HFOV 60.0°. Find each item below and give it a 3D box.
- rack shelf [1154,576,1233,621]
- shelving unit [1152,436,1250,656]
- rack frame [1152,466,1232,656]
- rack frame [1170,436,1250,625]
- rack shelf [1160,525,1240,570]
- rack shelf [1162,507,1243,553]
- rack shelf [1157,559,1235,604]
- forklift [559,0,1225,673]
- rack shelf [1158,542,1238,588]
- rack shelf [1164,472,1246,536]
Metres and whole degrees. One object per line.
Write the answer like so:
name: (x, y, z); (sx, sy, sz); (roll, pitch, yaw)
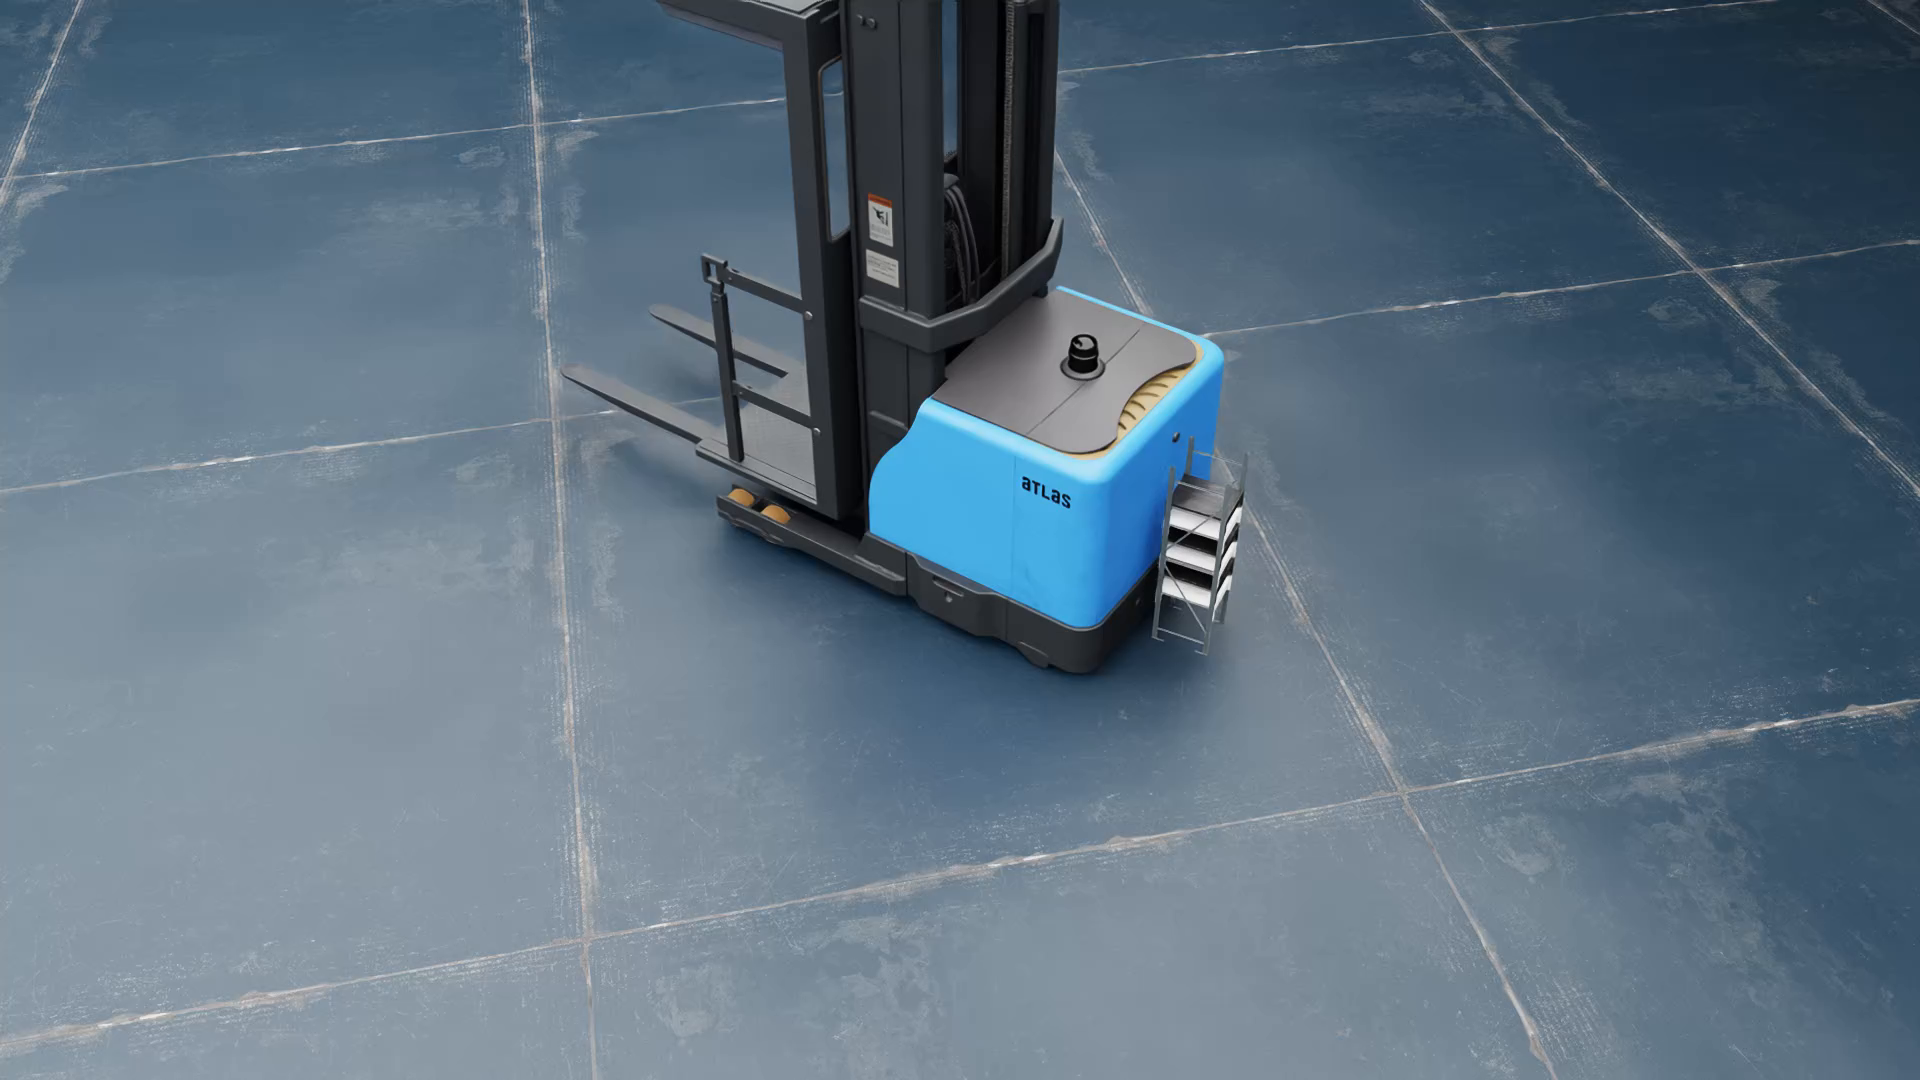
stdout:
rack shelf: (0.937, 0.196, 6.672); (0.258, 0.077, 0.200); (18, 45, 19)
shelving unit: (0.938, 0.037, 6.531); (0.258, 0.900, 0.210); (18, 45, 19)
rack frame: (0.892, 0.097, 6.463); (0.240, 0.900, 0.006); (18, 45, 19)
rack frame: (0.983, -0.024, 6.599); (0.240, 0.900, 0.006); (18, 45, 19)
rack shelf: (0.938, -0.006, 6.493); (0.258, 0.077, 0.200); (18, 45, 19)
rack shelf: (0.938, -0.073, 6.433); (0.258, 0.077, 0.200); (18, 45, 19)
rack shelf: (0.938, 0.129, 6.613); (0.258, 0.077, 0.200); (18, 45, 19)
forklift: (-0.452, -1.345, 6.557); (3.031, 2.935, 1.130); (25, 47, 25)
rack shelf: (0.938, 0.062, 6.553); (0.258, 0.077, 0.200); (18, 45, 19)
rack shelf: (0.938, -0.140, 6.374); (0.258, 0.077, 0.200); (18, 45, 19)
